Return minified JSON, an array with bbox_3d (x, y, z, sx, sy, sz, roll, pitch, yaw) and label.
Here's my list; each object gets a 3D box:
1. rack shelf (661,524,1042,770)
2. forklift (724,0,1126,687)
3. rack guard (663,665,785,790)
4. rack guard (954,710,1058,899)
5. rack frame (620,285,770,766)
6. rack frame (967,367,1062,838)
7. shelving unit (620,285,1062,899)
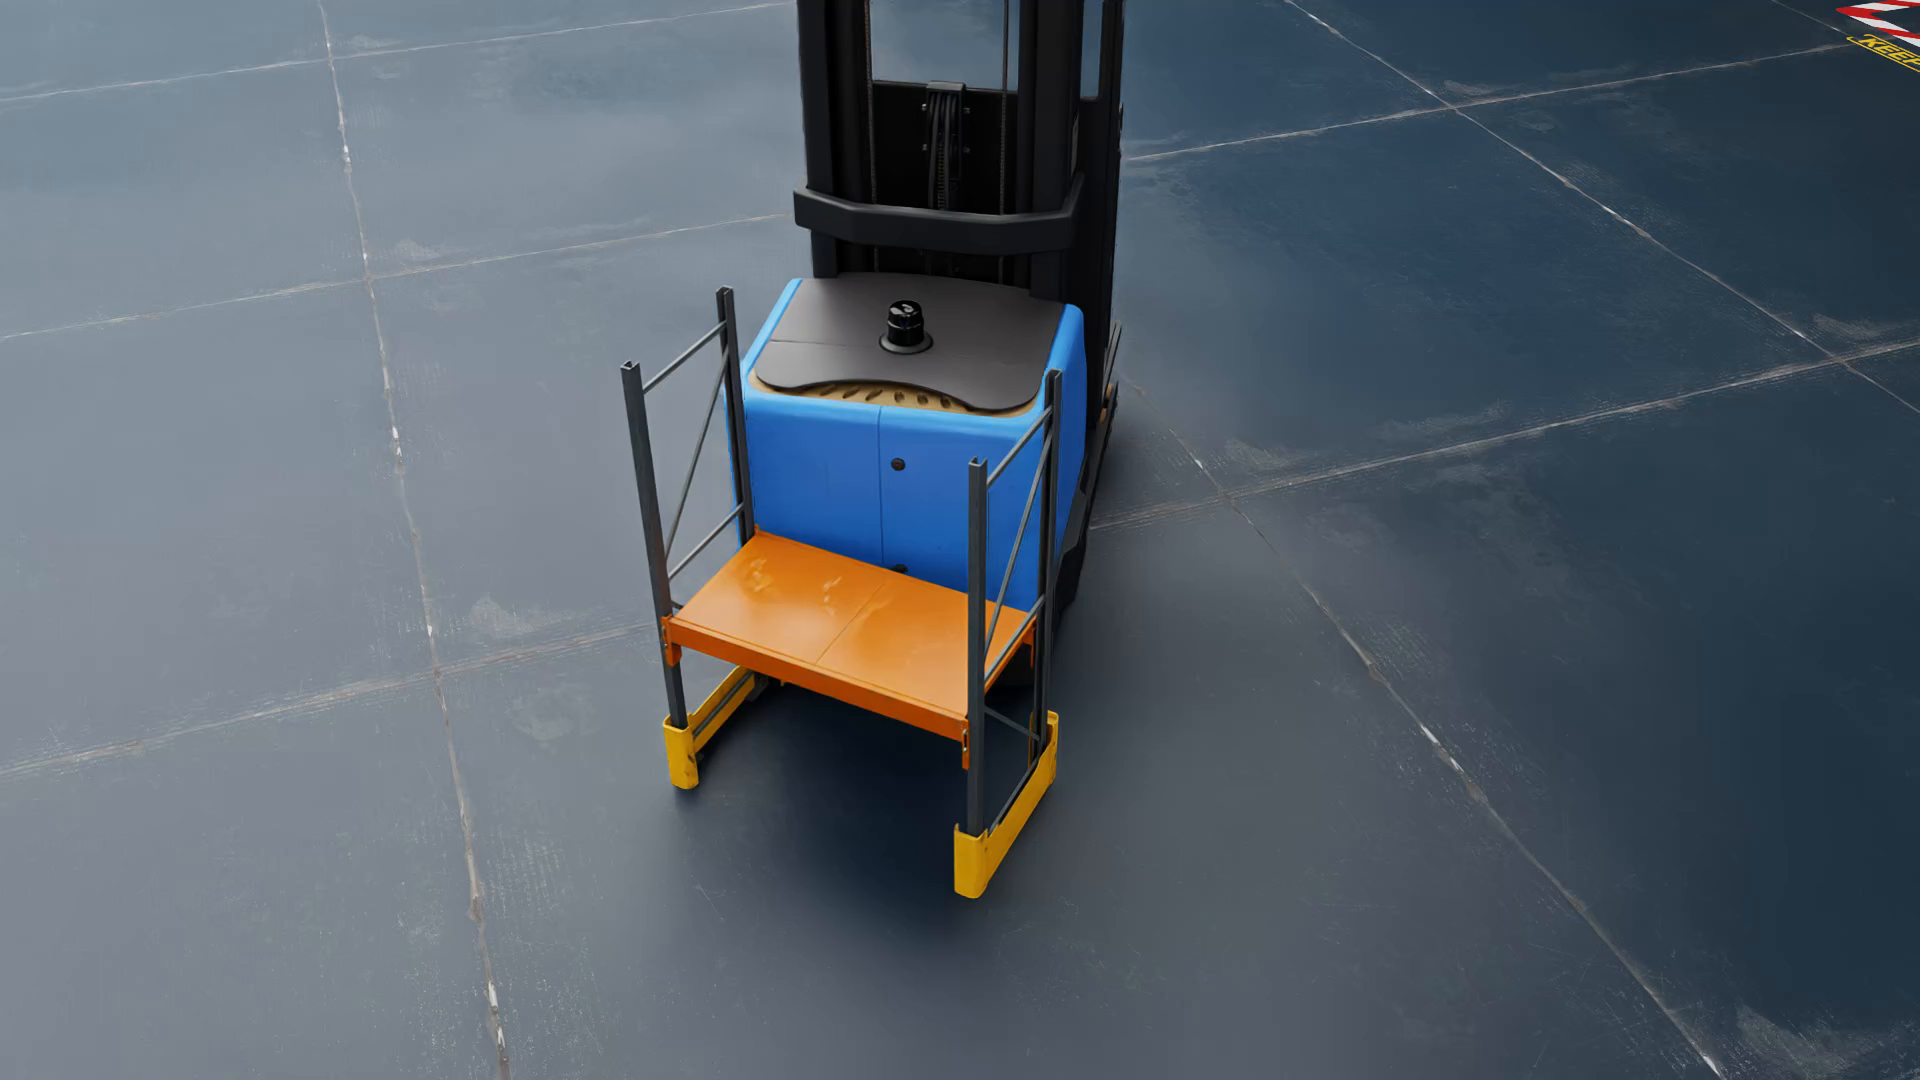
[{"bbox_3d":[-0.312,0.294,4.913,1.000,0.185,0.538,17,40,21],"label":"rack shelf"},{"bbox_3d":[0.045,-1.572,5.901,1.130,2.935,3.031,7,38,9],"label":"forklift"},{"bbox_3d":[-0.750,0.519,5.354,0.087,0.250,0.587,17,40,21],"label":"rack guard"},{"bbox_3d":[0.143,0.784,5.001,0.087,0.250,0.587,17,40,21],"label":"rack guard"},{"bbox_3d":[-0.767,0.014,4.984,0.032,1.500,0.500,17,40,21],"label":"rack frame"},{"bbox_3d":[0.144,0.286,4.624,0.032,1.500,0.500,17,40,21],"label":"rack frame"},{"bbox_3d":[-0.303,0.152,4.801,1.083,1.500,0.587,17,40,21],"label":"shelving unit"}]
